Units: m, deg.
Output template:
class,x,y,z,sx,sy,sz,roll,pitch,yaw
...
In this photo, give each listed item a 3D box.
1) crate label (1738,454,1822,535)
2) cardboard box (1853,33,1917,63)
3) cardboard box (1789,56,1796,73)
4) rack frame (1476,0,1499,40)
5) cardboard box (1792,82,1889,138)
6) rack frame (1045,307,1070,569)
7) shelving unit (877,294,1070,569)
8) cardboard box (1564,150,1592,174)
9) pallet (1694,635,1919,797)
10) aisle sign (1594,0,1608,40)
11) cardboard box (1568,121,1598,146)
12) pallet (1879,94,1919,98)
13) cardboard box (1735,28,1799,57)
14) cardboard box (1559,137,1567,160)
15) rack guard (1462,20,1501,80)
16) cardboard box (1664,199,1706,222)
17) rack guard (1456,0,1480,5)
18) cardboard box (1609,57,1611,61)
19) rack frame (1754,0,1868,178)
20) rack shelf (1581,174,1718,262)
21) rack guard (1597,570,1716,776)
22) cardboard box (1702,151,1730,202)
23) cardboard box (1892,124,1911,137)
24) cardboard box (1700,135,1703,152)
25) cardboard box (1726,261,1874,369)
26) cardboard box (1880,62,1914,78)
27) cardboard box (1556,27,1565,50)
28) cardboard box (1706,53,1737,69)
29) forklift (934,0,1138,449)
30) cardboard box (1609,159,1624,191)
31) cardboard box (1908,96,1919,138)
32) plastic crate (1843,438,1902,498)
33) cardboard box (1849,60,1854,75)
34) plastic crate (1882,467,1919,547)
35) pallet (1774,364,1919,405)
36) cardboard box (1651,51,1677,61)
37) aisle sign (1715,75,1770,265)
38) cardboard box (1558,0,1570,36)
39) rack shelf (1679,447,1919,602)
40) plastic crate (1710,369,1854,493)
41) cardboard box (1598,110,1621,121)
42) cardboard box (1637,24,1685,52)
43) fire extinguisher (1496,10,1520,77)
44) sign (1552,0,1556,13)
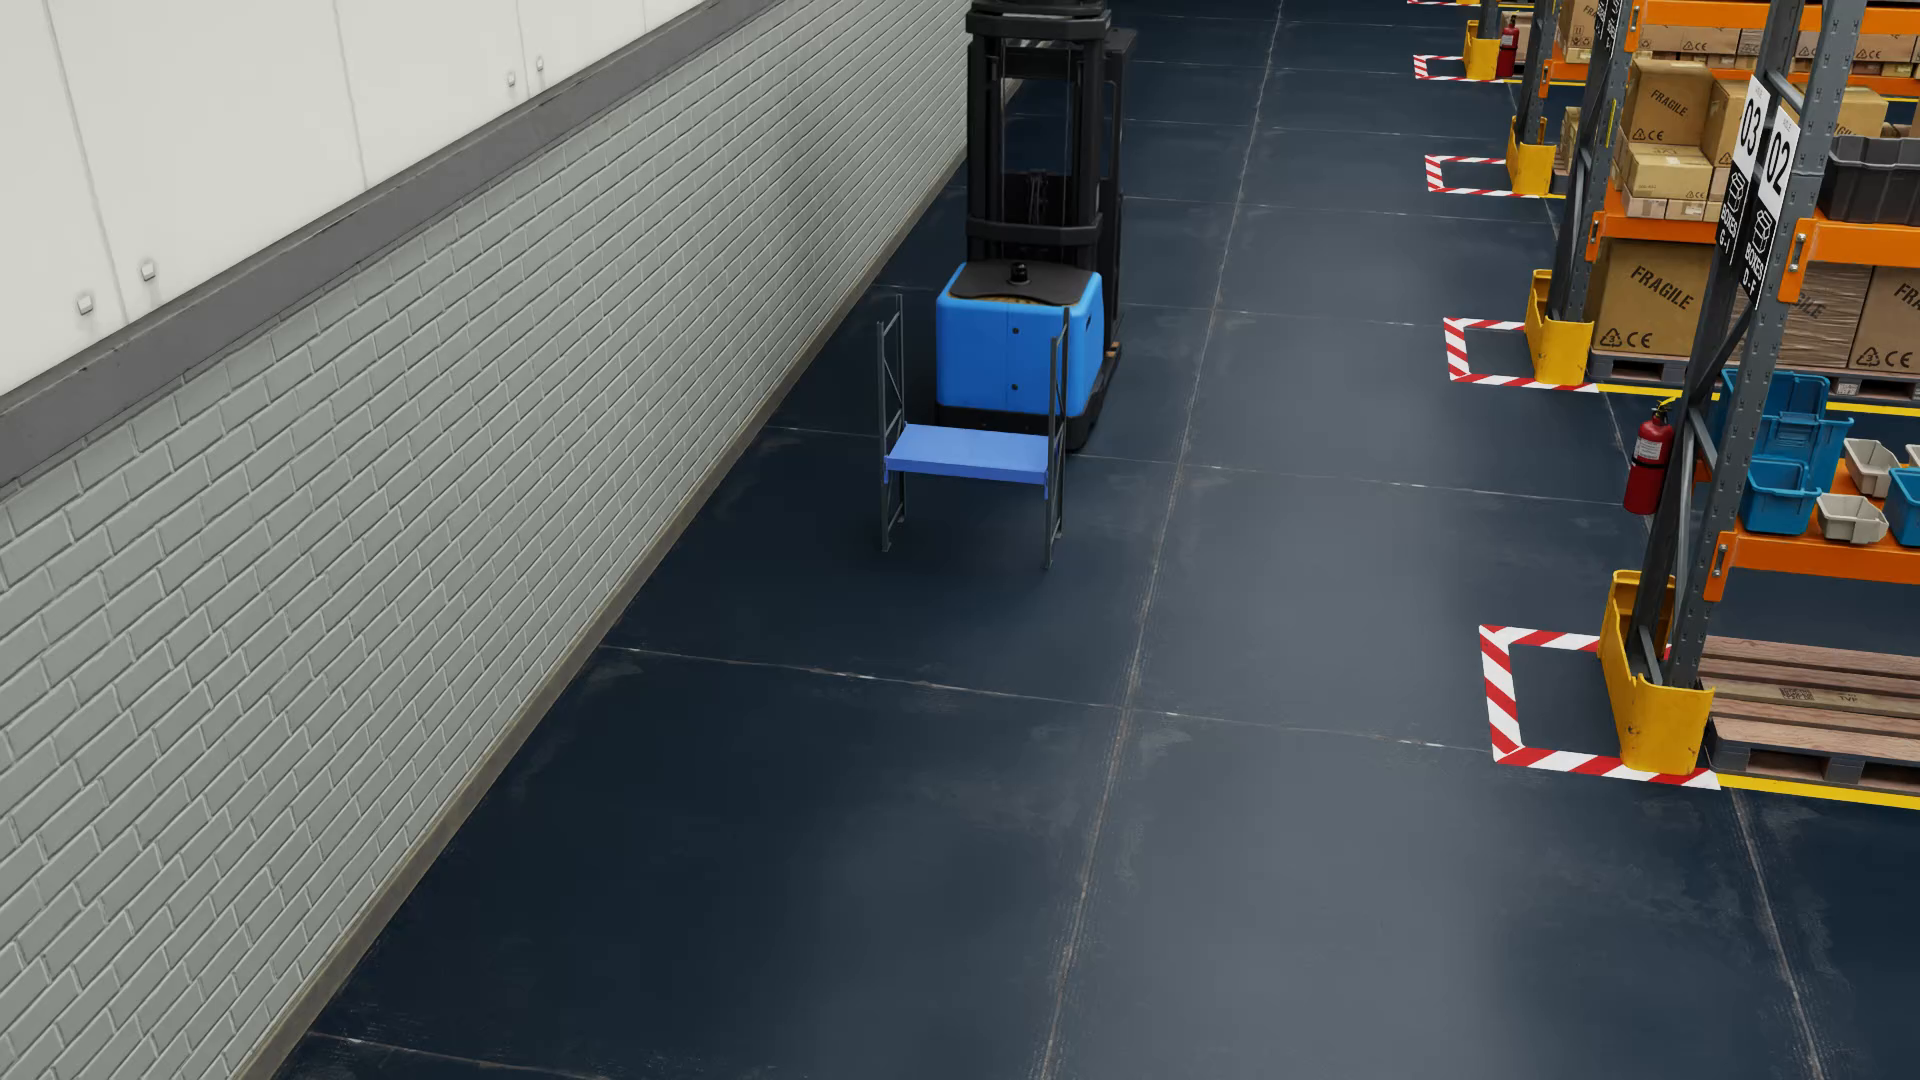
class,x,y,z,sx,sy,sz,roll,pitch,yaw
crate label,3.807,-0.205,7.775,0.303,0.233,0.416,6,29,11
cardboard box,8.676,-4.819,15.676,0.500,0.500,0.500,5,29,9
cardboard box,7.843,-4.607,15.966,0.250,0.149,0.380,6,29,12
rack frame,6.738,-7.412,20.826,0.127,3.000,1.000,6,29,11
cardboard box,6.079,-2.877,11.609,0.500,0.500,0.500,5,29,9
rack frame,0.581,-0.598,9.943,0.032,1.500,0.500,6,29,11
shelving unit,0.083,-0.649,10.036,1.048,1.500,0.538,6,29,11
cardboard box,6.249,-3.808,16.775,0.250,0.149,0.380,6,29,12
pallet,4.433,0.892,8.562,1.213,0.211,1.003,6,29,11
aisle sign,4.661,-4.046,11.972,0.004,0.787,0.394,6,29,11
cardboard box,6.245,-4.059,16.615,0.250,0.149,0.380,5,29,8
pallet,11.420,-5.745,20.687,1.213,0.211,1.003,6,29,11
cardboard box,7.690,-4.931,15.882,0.500,0.500,0.500,5,29,9
cardboard box,6.362,-4.056,17.228,0.250,0.149,0.380,6,29,11
rack guard,6.715,-6.318,21.431,0.348,0.500,1.175,6,29,11
cardboard box,5.198,-2.432,11.992,0.250,0.149,0.380,5,29,10
rack guard,7.845,-8.639,25.671,0.348,0.500,1.175,6,29,11
cardboard box,6.309,-4.774,16.270,0.250,0.149,0.380,7,29,12
rack frame,3.634,-3.063,6.636,0.127,3.000,1.000,6,29,11
rack shelf,6.625,-2.242,12.132,4.000,0.370,1.077,6,29,11
rack guard,3.608,0.669,8.670,0.348,0.500,1.175,6,29,11
cardboard box,5.592,-2.598,11.881,0.500,0.250,0.500,6,29,10
cardboard box,9.422,-4.002,16.511,0.250,0.149,0.380,7,29,13
cardboard box,5.694,-2.847,12.336,0.500,0.250,0.500,5,29,10
cardboard box,6.201,-1.892,12.520,0.875,0.875,0.875,6,29,11
cardboard box,8.863,-4.514,15.795,0.250,0.149,0.380,7,29,13
cardboard box,6.181,-5.067,16.805,0.250,0.149,0.380,6,29,11
cardboard box,7.339,-4.684,16.105,0.250,0.149,0.380,5,29,10
forklift,0.646,-2.597,12.104,1.130,2.935,3.031,6,29,11
cardboard box,5.086,-2.766,12.603,0.250,0.149,0.380,6,29,12
cardboard box,7.176,-3.021,11.873,0.500,0.500,0.500,5,29,9
plastic crate,4.470,-0.346,8.132,0.243,0.136,0.396,6,29,11
cardboard box,8.345,-4.564,15.887,0.250,0.149,0.380,5,29,8
plastic crate,4.451,-0.139,7.654,0.300,0.233,0.416,6,29,11
pallet,6.657,-1.368,12.690,1.213,0.211,1.003,6,29,11
cardboard box,6.843,-4.760,16.245,0.250,0.149,0.380,7,30,13
aisle sign,3.625,-1.717,7.717,0.004,0.787,0.394,6,29,11
cardboard box,6.297,-5.327,16.605,0.500,0.500,0.500,6,29,12
rack shelf,5.590,0.084,7.883,4.000,0.370,1.077,6,29,11
plastic crate,4.001,-0.528,8.153,0.499,0.435,0.616,6,29,11
cardboard box,6.608,-4.285,17.028,0.250,0.149,0.380,6,29,12
cardboard box,6.713,-5.035,16.071,0.500,0.500,0.500,6,29,11
fire extinguisher,5.653,-5.121,17.112,0.183,0.674,0.296,6,29,11
sign,5.690,-5.202,15.888,0.005,0.325,0.100,6,29,11
